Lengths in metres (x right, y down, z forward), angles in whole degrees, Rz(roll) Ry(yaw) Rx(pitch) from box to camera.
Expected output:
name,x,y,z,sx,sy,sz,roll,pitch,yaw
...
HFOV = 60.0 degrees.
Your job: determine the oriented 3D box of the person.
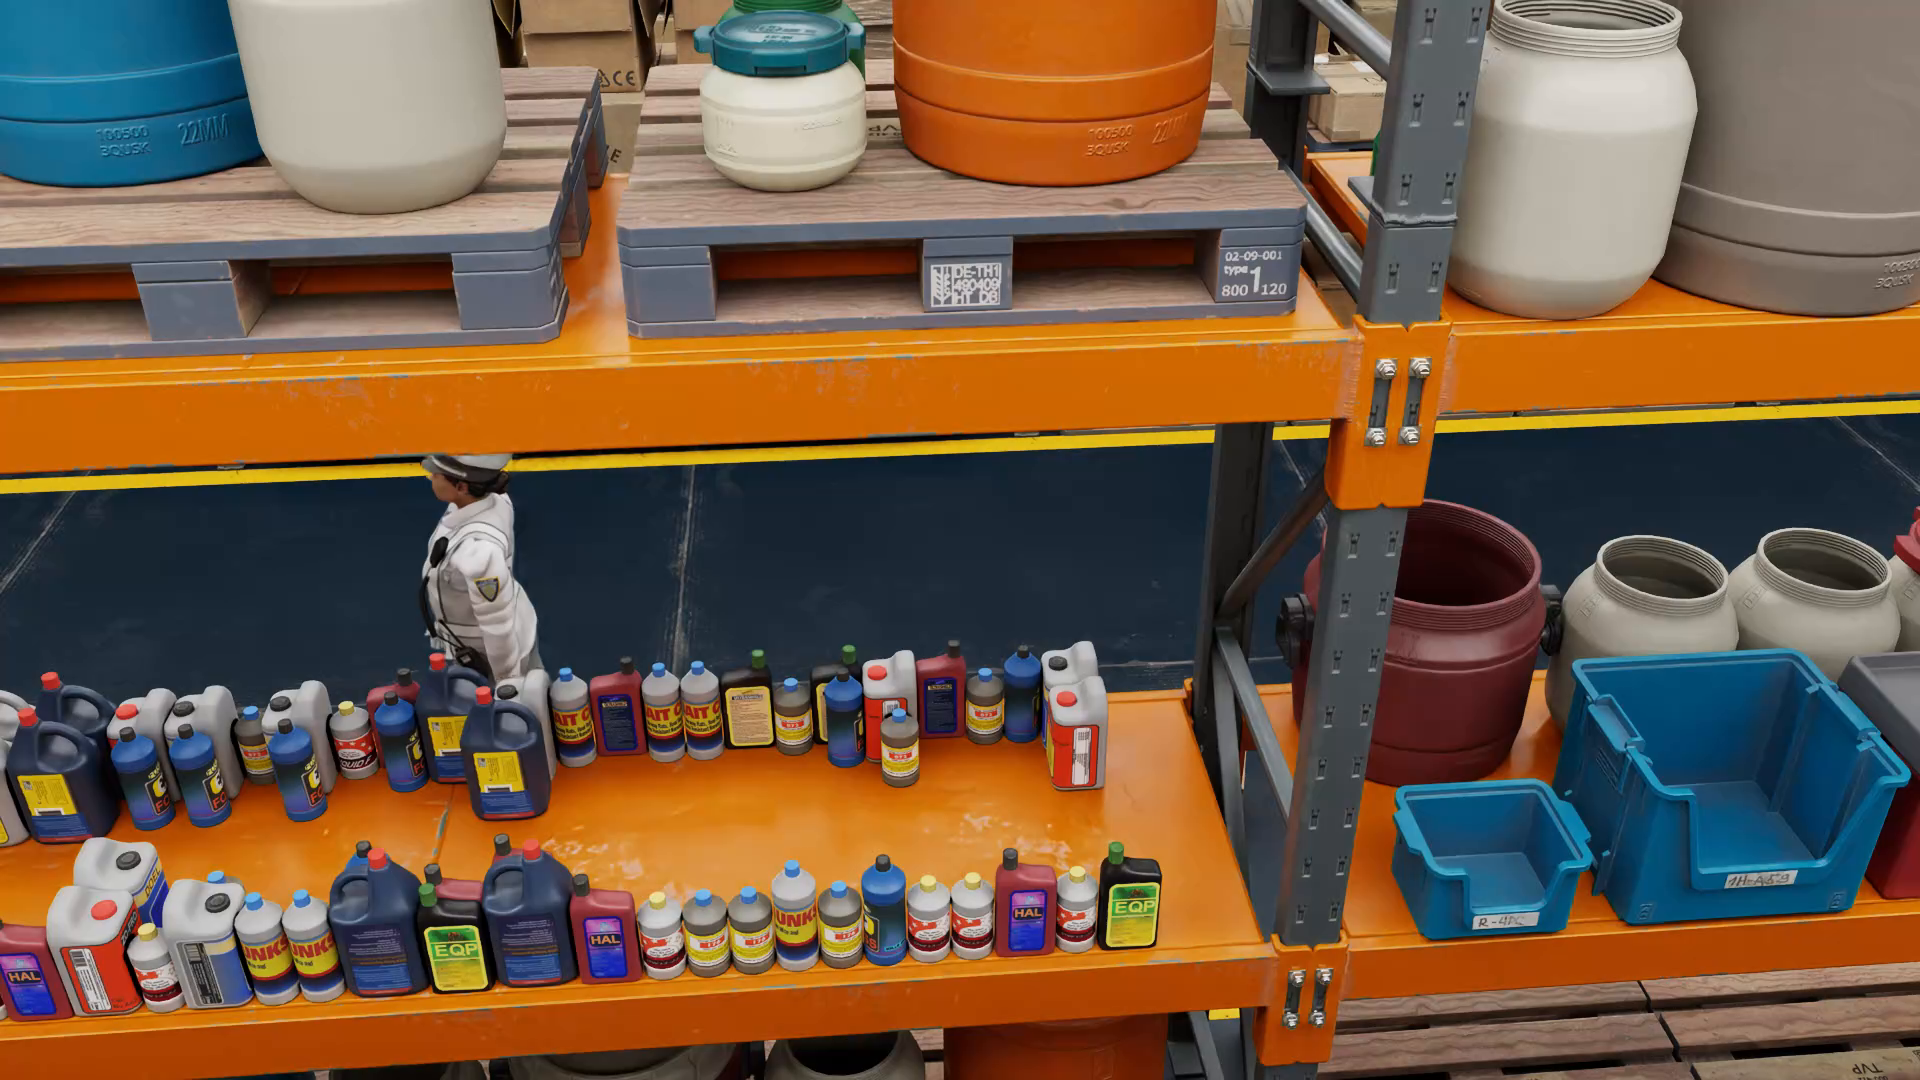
name,x,y,z,sx,sy,sz,roll,pitch,yaw
person,-1.636,0.368,5.497,0.830,1.686,0.525,-3,31,-5
